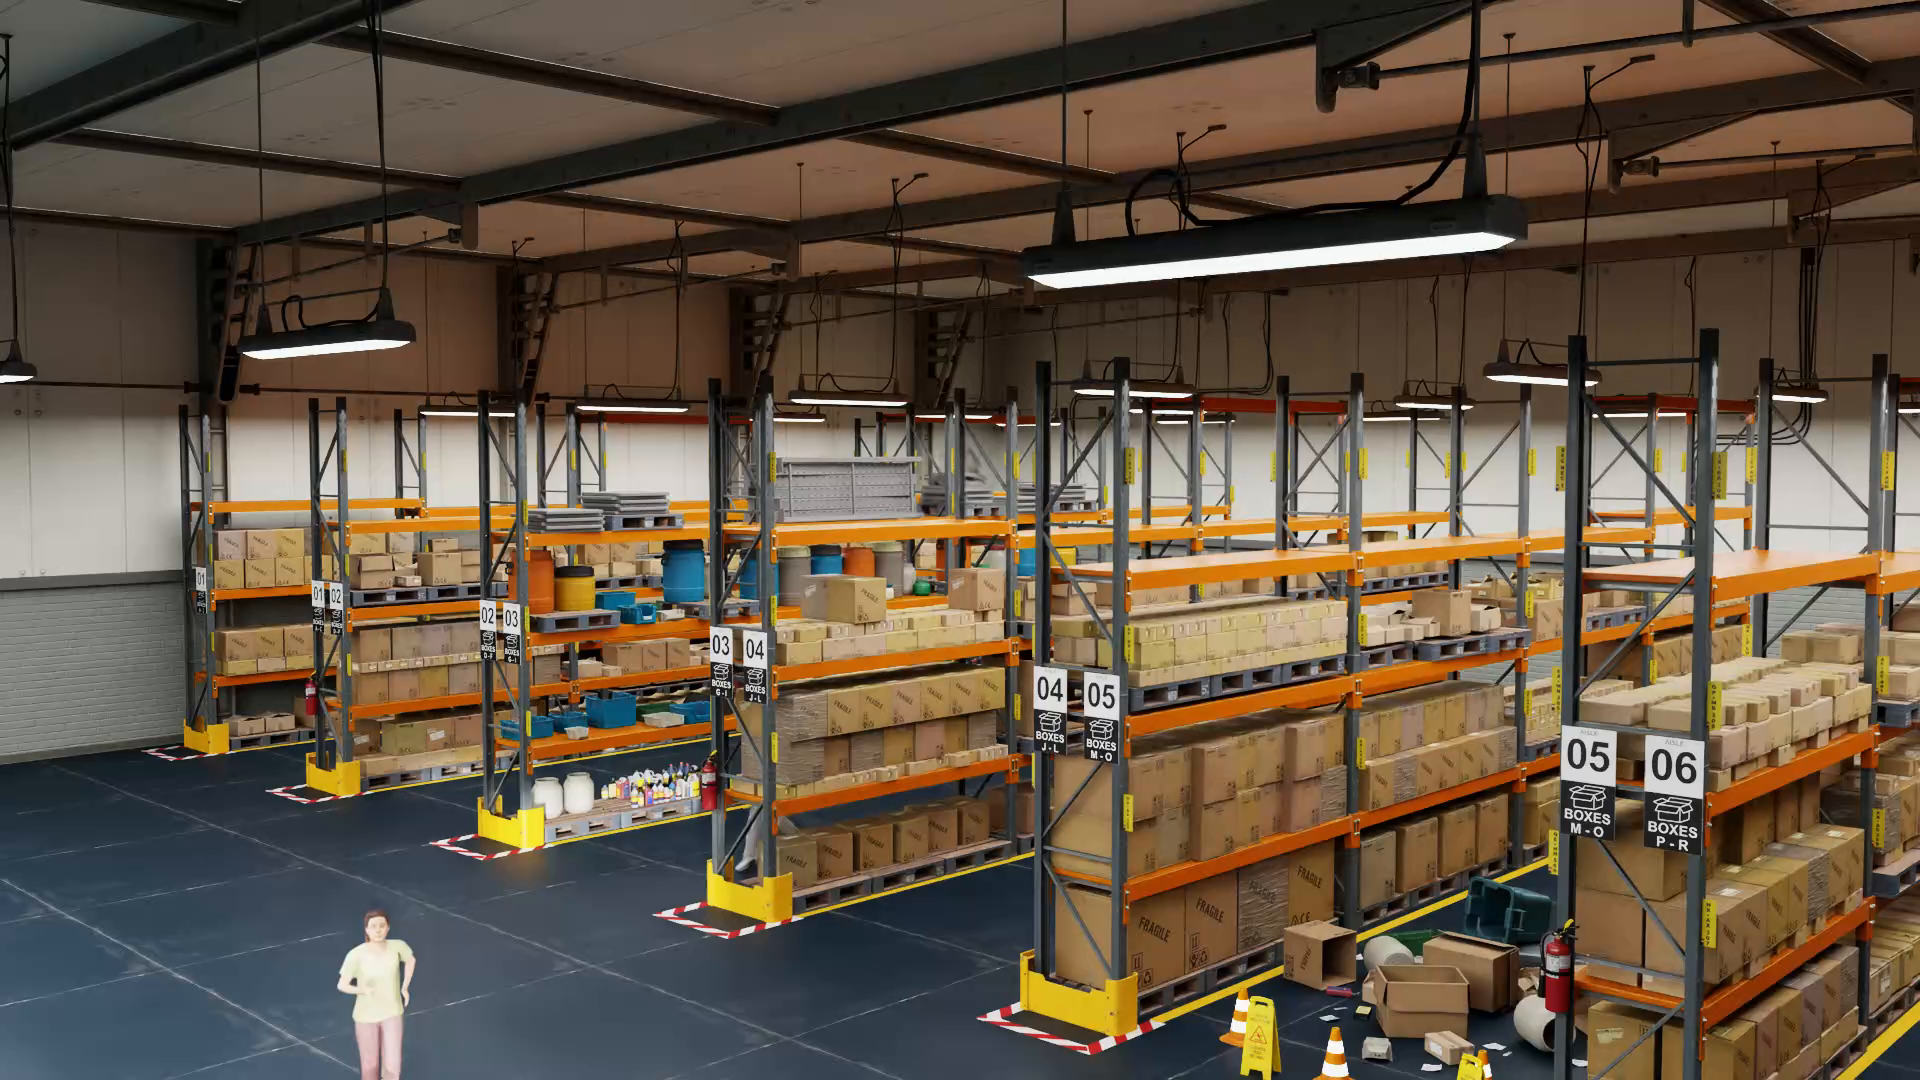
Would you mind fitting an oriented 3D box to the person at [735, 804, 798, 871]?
[{"bbox_3d":[-2.377,3.259,20.686,0.695,1.574,0.999,2,4,40],"label":"person"}]

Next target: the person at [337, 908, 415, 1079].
[{"bbox_3d":[-4.410,3.628,12.617,0.580,1.664,0.908,-1,3,-24],"label":"person"}]
